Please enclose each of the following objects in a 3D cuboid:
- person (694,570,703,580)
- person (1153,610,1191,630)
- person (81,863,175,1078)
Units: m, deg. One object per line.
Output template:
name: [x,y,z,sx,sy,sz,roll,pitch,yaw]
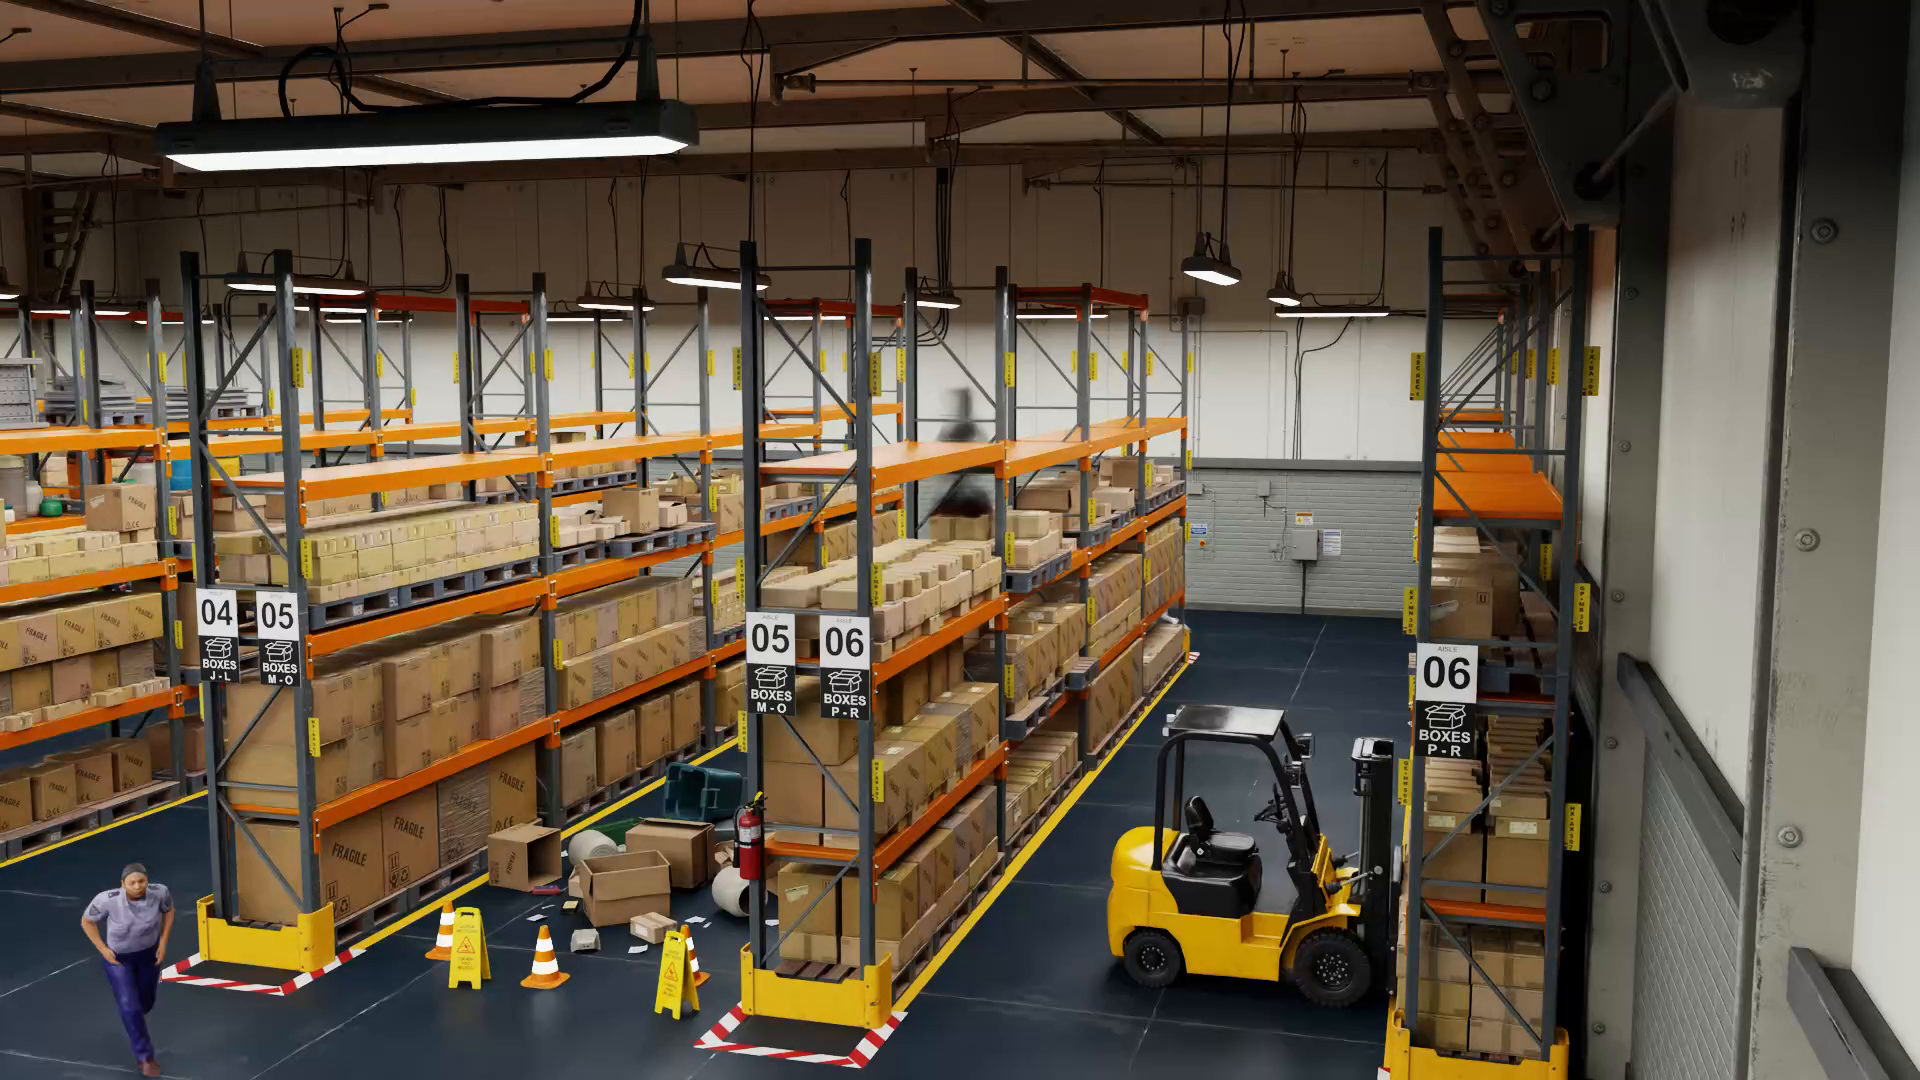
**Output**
person: [-4.077,1.338,26.388,0.694,1.763,0.991,1,6,10]
person: [3.579,1.009,29.237,0.909,1.763,0.639,1,7,11]
person: [-6.061,3.061,12.137,0.612,1.609,0.886,-4,8,-34]
